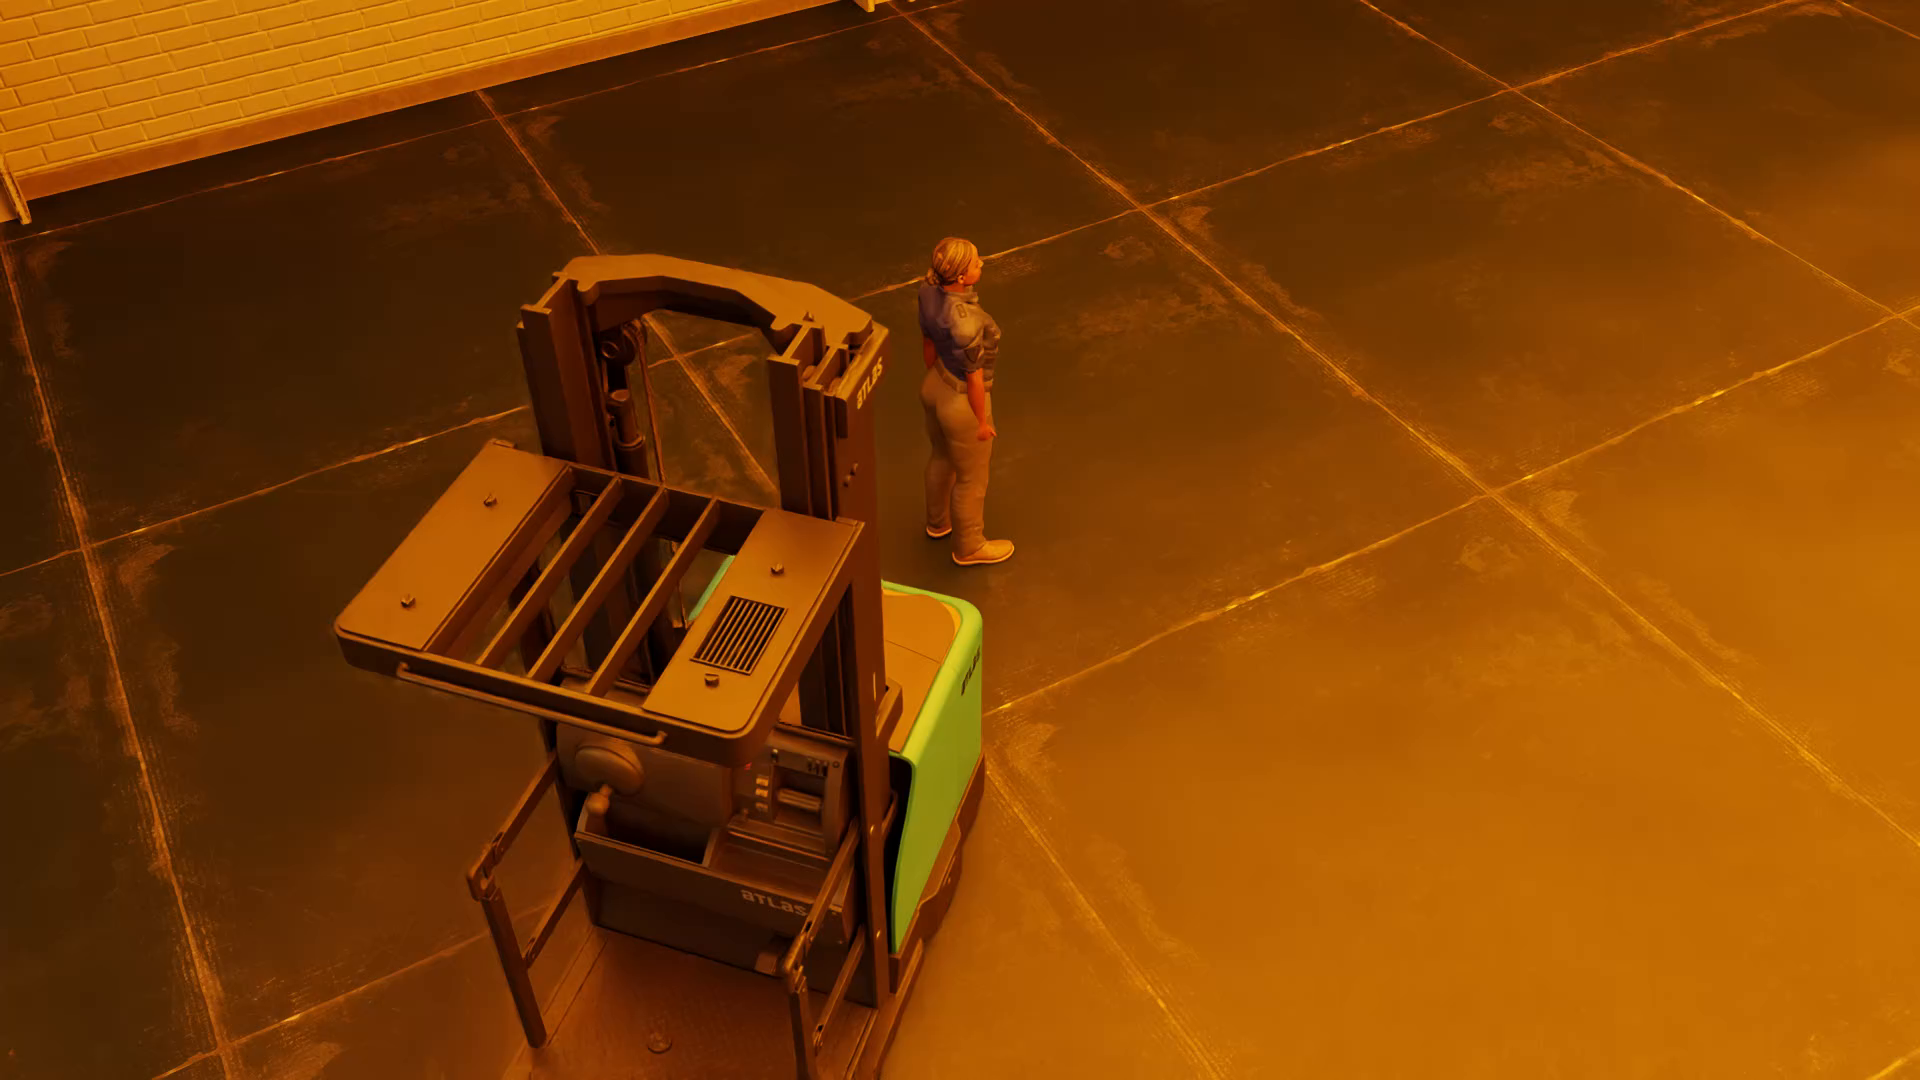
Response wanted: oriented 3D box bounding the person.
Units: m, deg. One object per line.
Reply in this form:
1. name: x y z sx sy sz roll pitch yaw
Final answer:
1. person: 0.016 -0.609 7.294 0.335 1.660 0.451 -21 47 -21

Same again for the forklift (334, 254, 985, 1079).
1. forklift: -0.851 0.789 4.847 1.130 2.935 3.031 13 44 13
